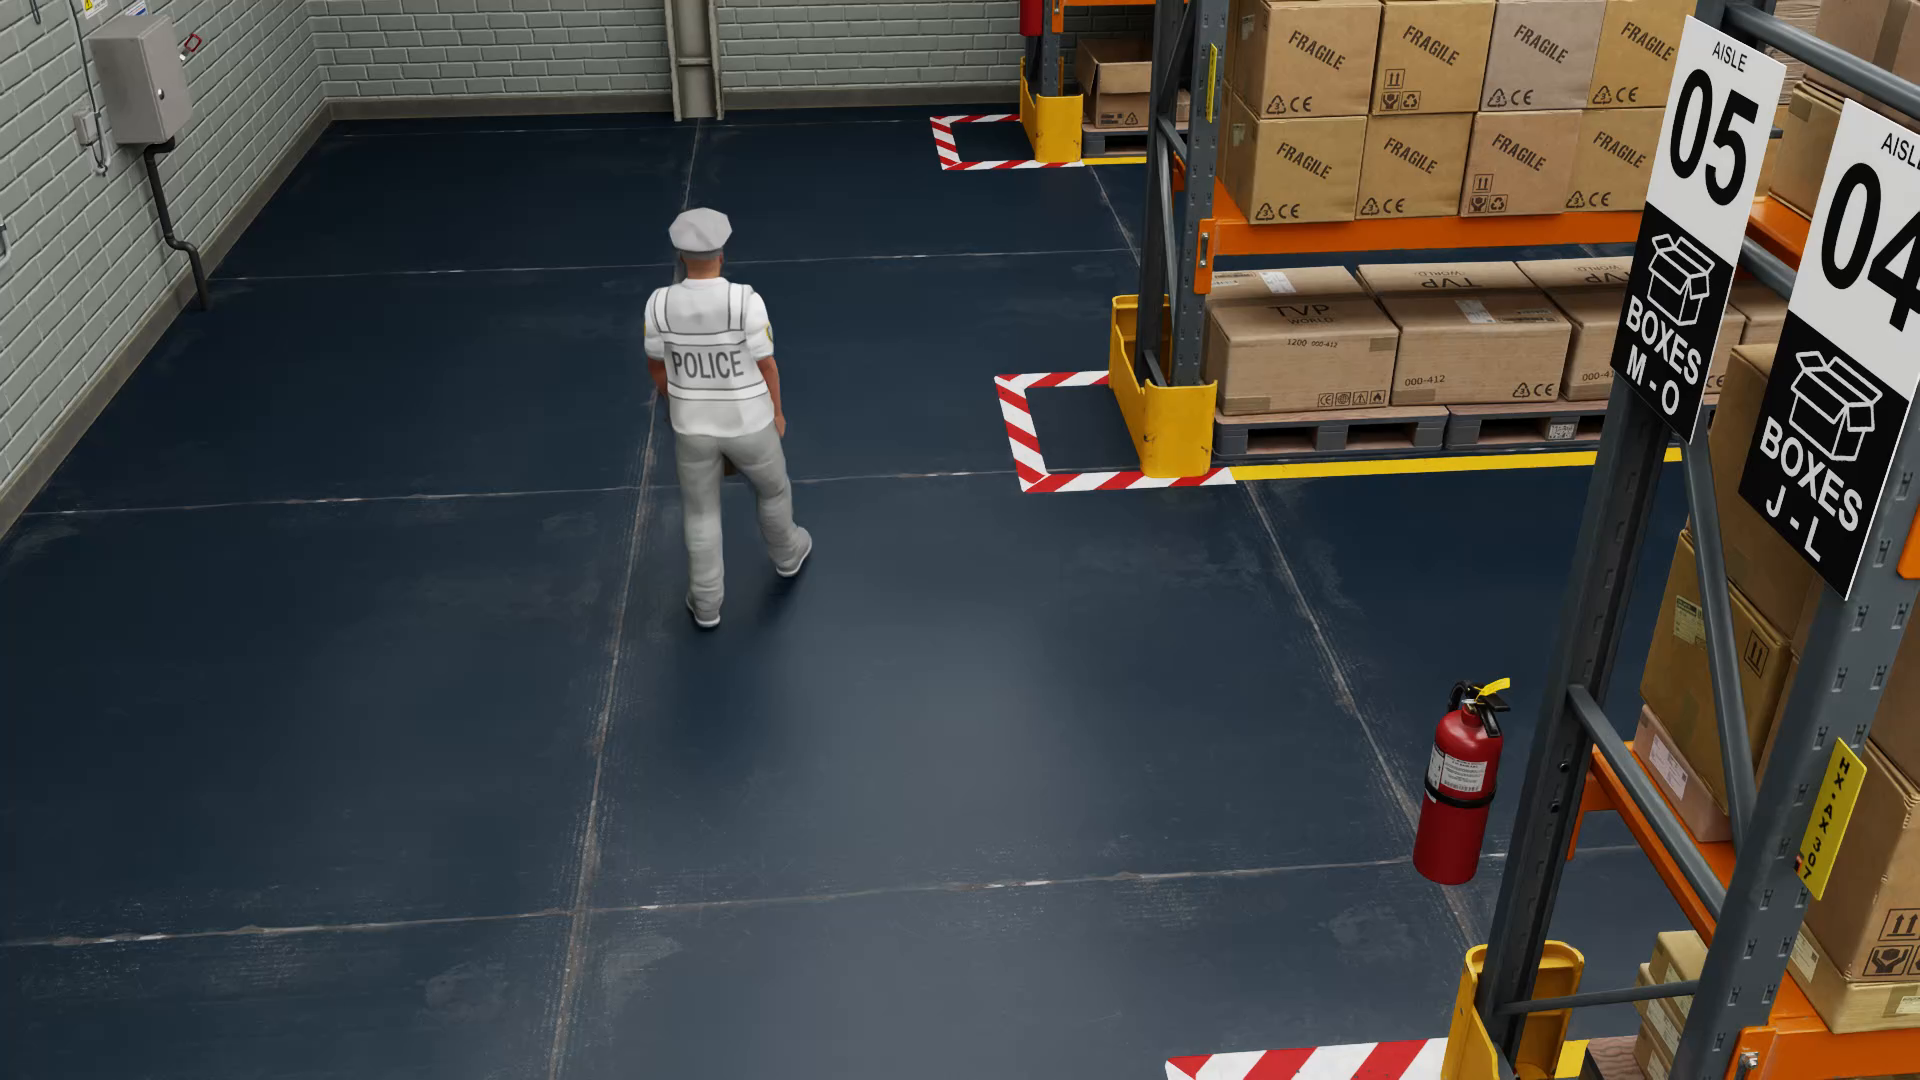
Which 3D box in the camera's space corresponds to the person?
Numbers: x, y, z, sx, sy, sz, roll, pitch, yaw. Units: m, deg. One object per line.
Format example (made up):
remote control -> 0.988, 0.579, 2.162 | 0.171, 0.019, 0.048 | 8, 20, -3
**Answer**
person -> -0.990, -0.554, 7.017 | 0.585, 1.760, 0.732 | 2, 31, 3
